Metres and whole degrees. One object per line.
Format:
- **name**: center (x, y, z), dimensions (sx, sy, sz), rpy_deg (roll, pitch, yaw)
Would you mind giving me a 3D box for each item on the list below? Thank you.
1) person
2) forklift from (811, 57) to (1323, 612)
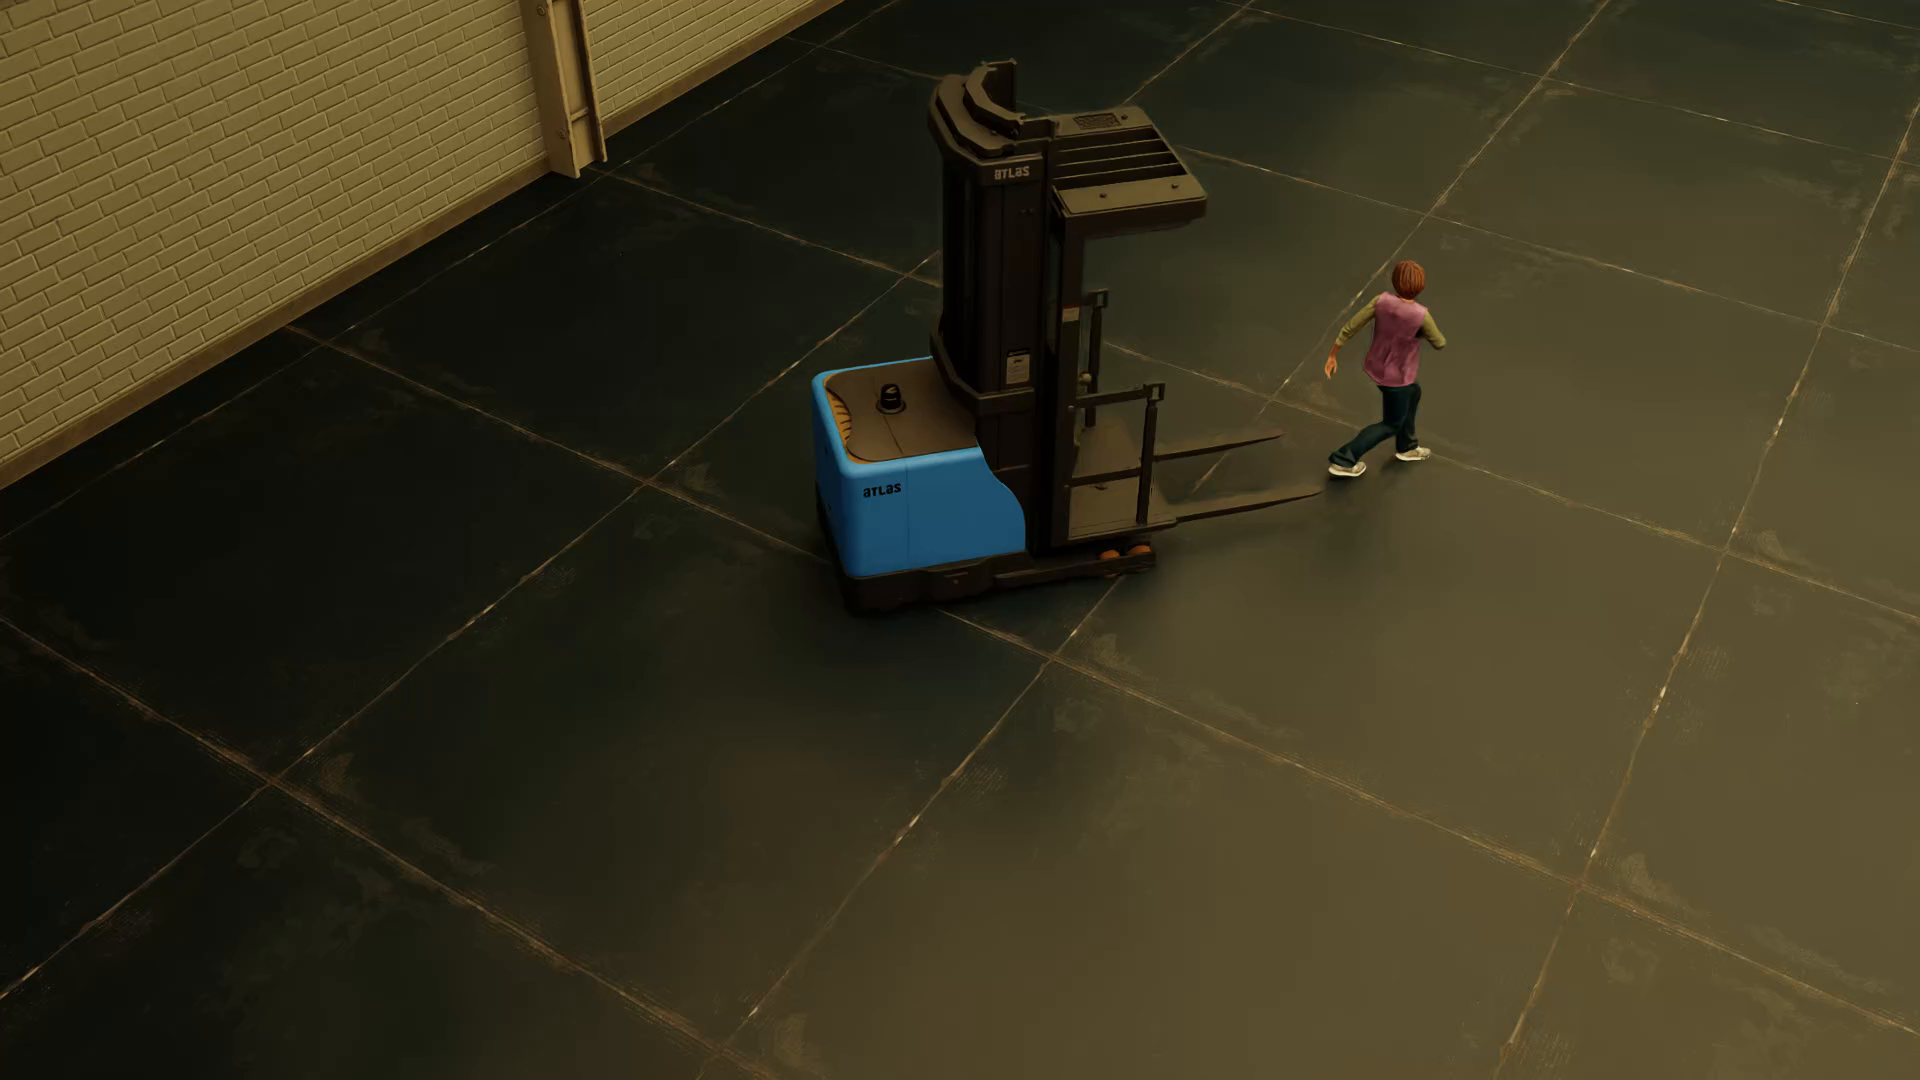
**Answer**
- **person**: center (2.695, -1.056, 10.343), dimensions (0.826, 1.517, 0.428), rpy_deg (-18, 43, -20)
- **forklift**: center (0.690, -1.215, 9.401), dimensions (3.031, 2.935, 1.130), rpy_deg (-9, 41, -11)
